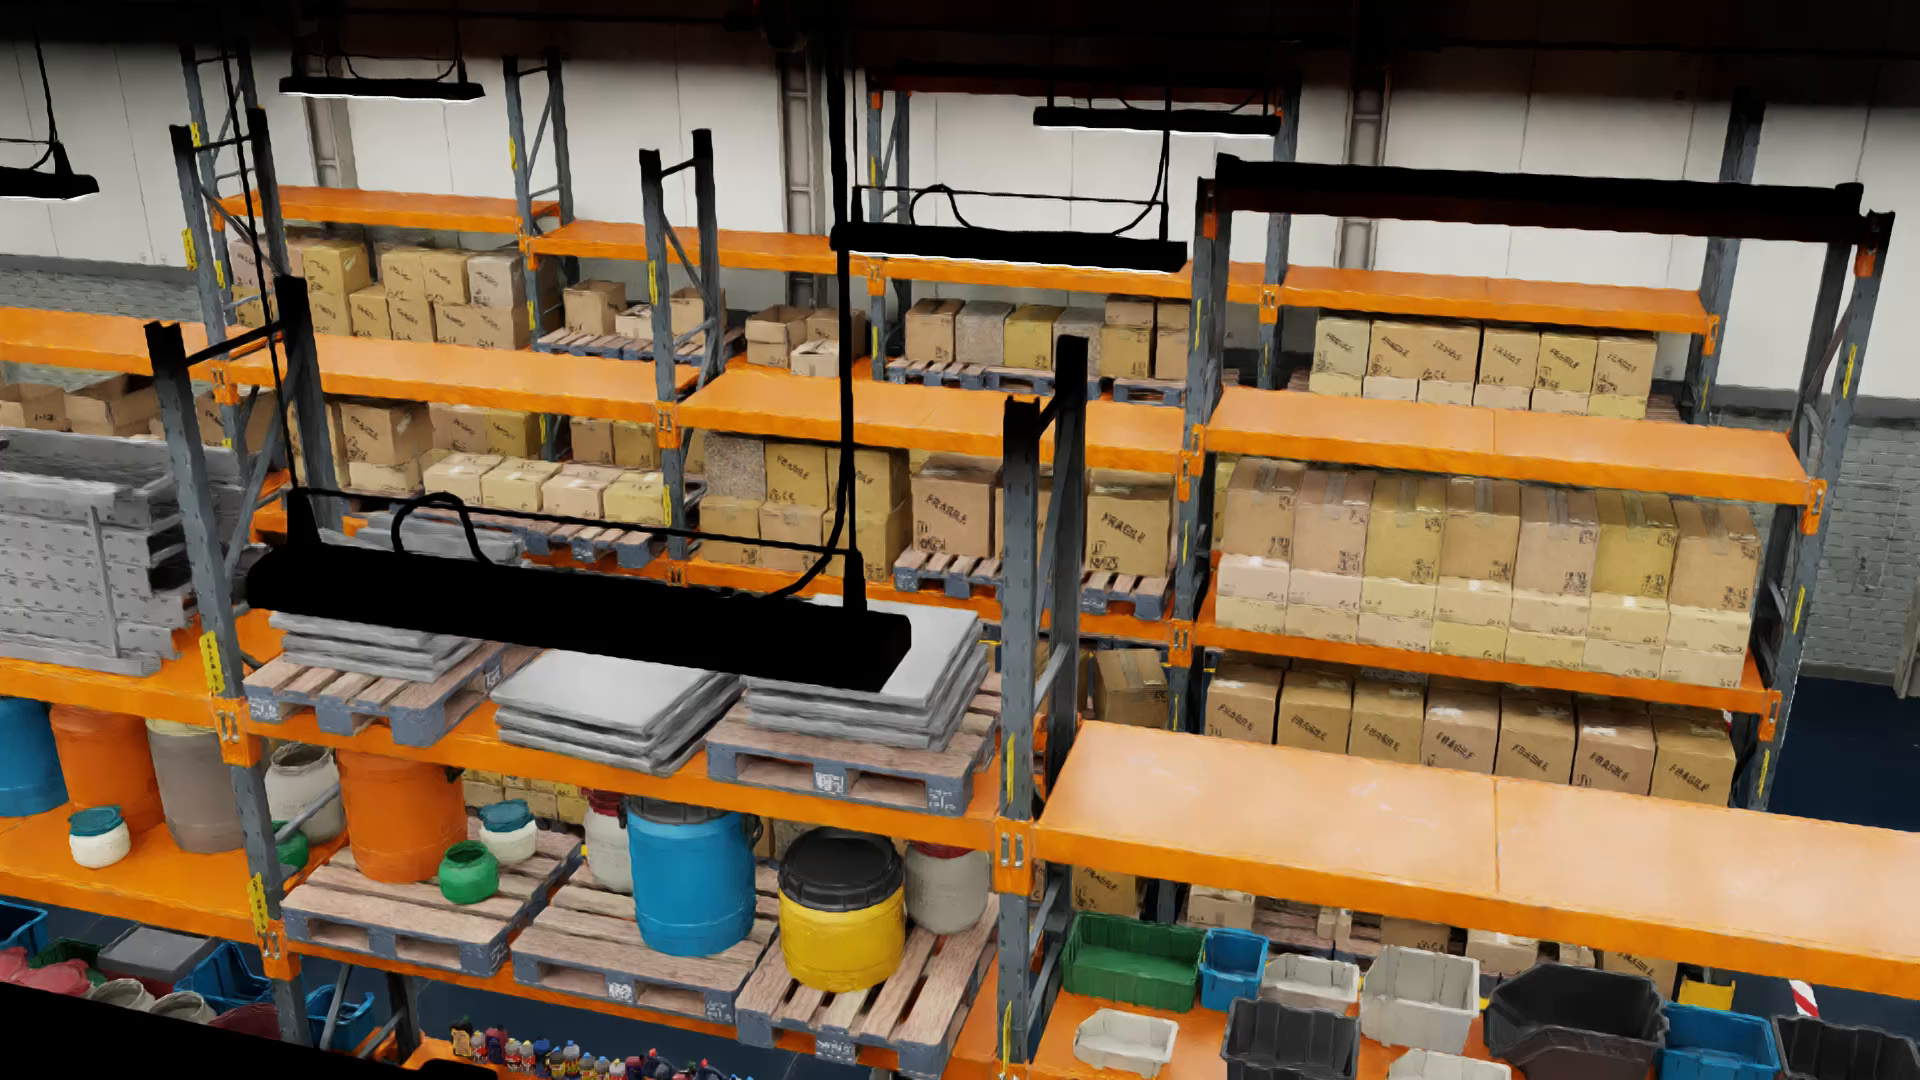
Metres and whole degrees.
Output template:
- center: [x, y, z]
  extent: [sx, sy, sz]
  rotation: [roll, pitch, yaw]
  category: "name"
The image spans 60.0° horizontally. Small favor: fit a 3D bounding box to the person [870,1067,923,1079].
- center: [-0.364, 3.440, 10.402]
  extent: [0.521, 1.576, 0.527]
  rotation: [19, 29, 38]
  category: "person"
